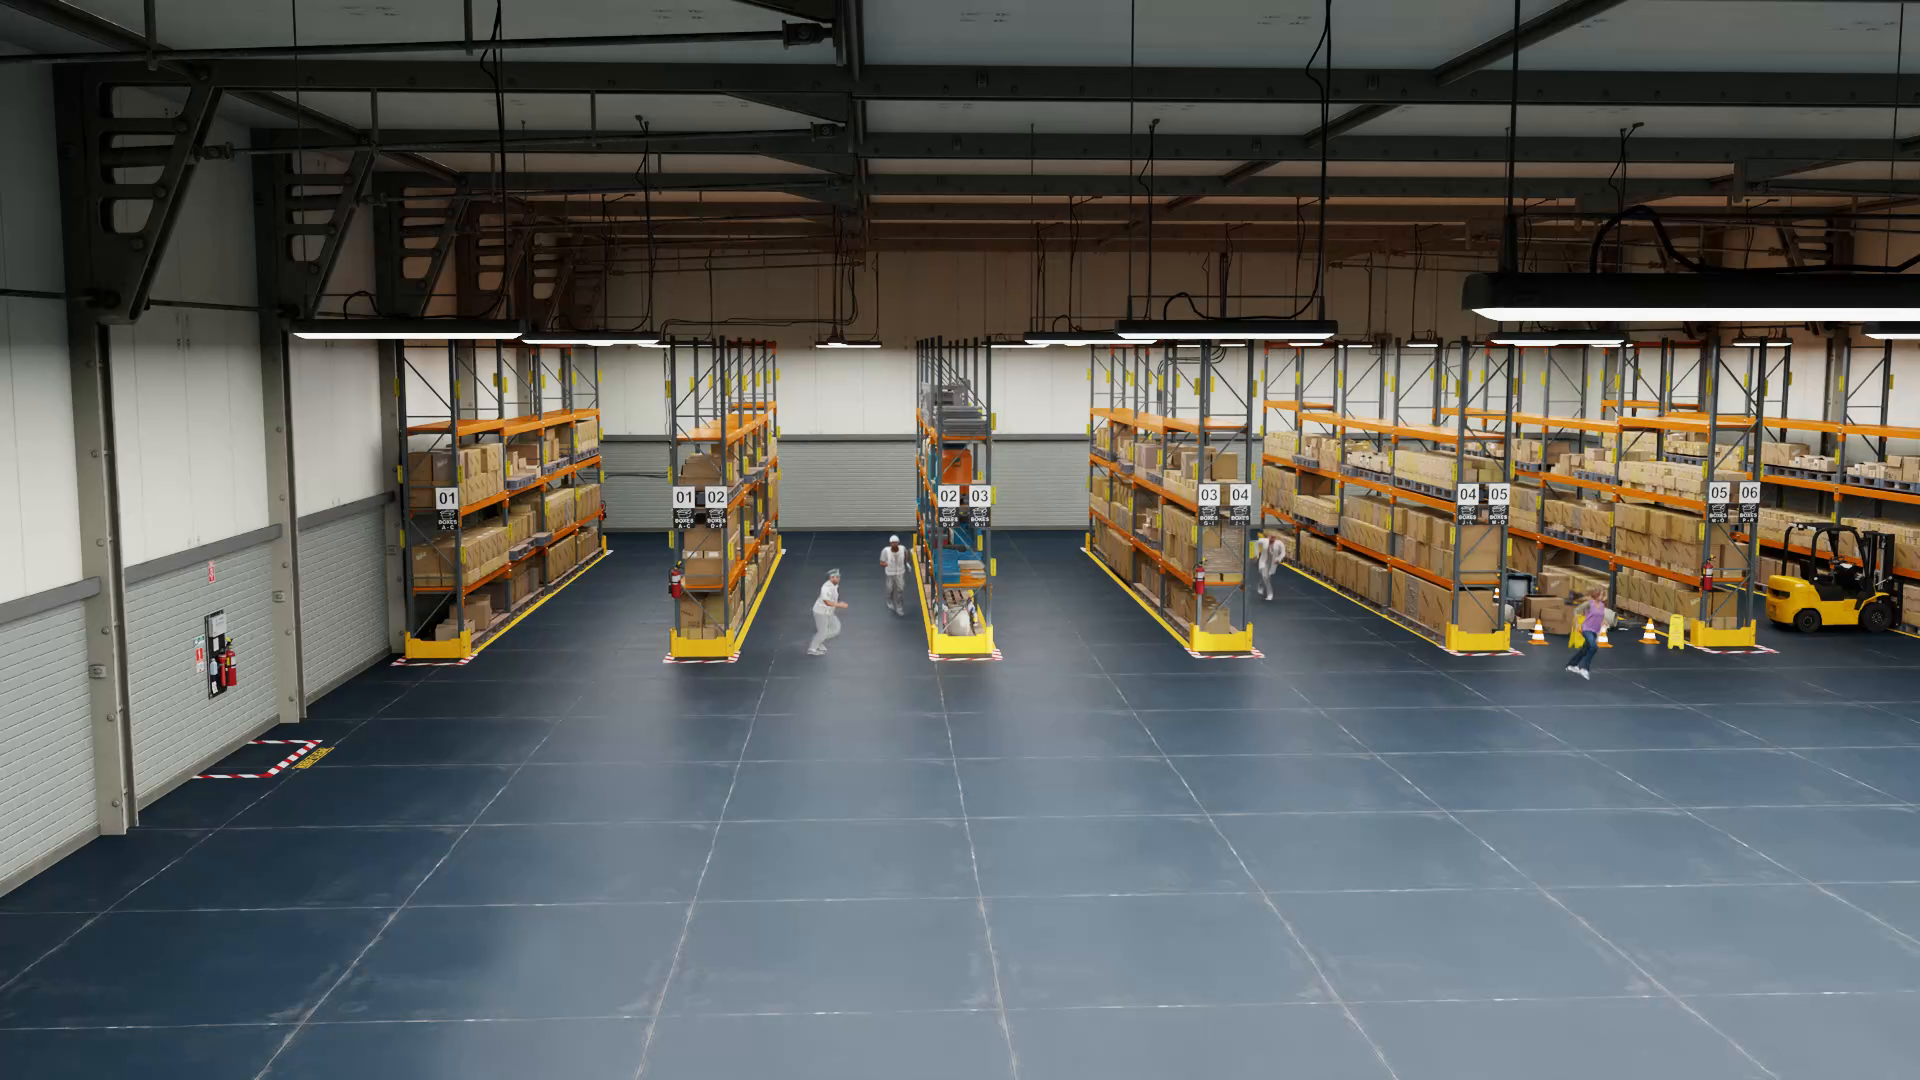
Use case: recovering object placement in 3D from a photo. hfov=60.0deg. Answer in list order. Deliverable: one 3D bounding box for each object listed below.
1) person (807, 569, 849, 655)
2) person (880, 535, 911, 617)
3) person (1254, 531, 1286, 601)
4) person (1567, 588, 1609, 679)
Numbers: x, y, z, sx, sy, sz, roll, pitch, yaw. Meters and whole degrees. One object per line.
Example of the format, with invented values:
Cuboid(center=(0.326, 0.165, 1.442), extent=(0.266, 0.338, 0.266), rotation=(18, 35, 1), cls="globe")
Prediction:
Cuboid(center=(-2.482, 1.353, 31.299), extent=(0.831, 1.651, 0.653), rotation=(2, 7, 16), cls="person")
Cuboid(center=(-1.405, 0.753, 36.186), extent=(0.712, 1.753, 0.999), rotation=(-1, 7, -7), cls="person")
Cuboid(center=(7.147, 0.549, 38.587), extent=(0.707, 1.616, 1.121), rotation=(0, 6, 0), cls="person")
Cuboid(center=(11.041, 1.615, 29.214), extent=(0.609, 1.556, 0.747), rotation=(-3, 7, -26), cls="person")
